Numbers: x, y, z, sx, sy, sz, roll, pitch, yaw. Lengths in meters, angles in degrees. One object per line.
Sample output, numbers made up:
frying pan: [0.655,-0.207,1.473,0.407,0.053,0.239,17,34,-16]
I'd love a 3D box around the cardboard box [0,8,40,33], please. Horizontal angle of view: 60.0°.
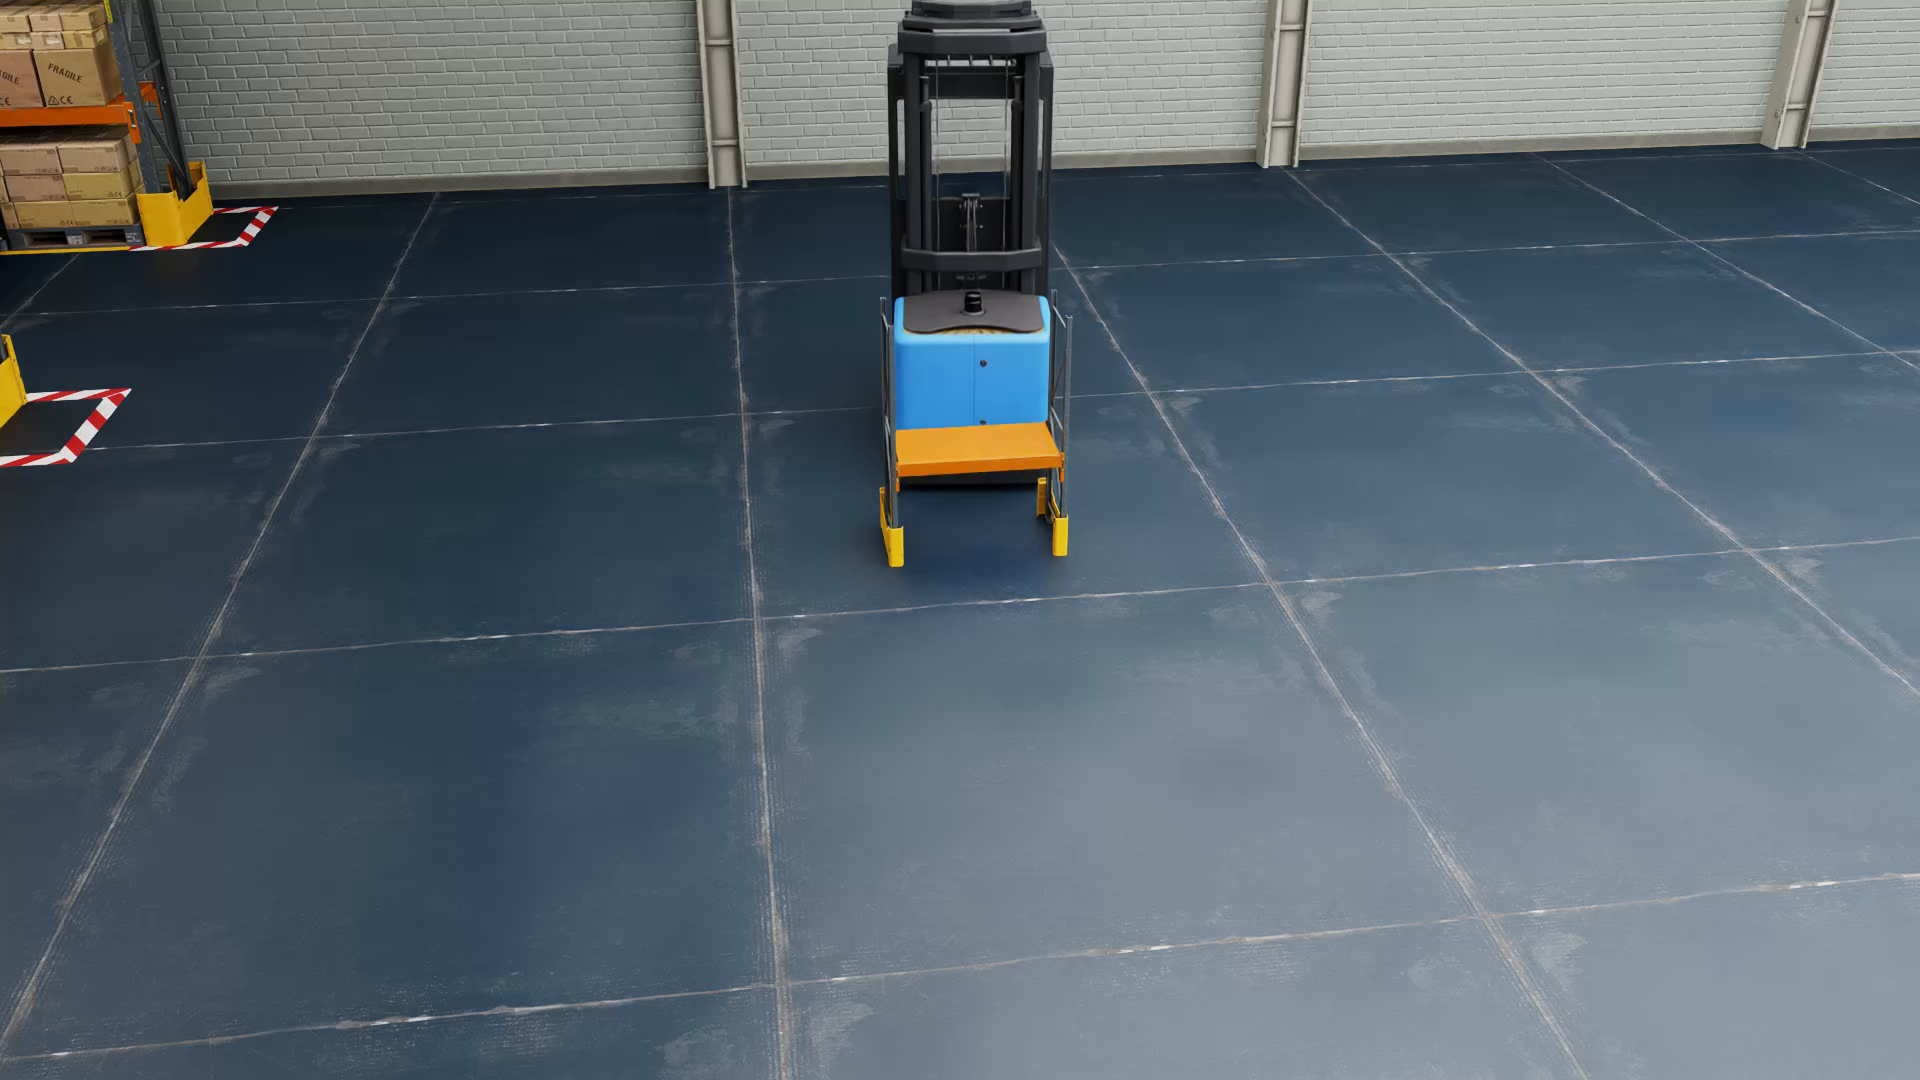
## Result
cardboard box: [-8.400,-4.643,14.868,0.250,0.149,0.380,-3,27,-6]

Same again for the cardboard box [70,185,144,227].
cardboard box: [-8.001,-3.145,15.646,0.500,0.250,0.500,-3,27,-7]

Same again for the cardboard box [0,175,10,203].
cardboard box: [-9.025,-3.299,15.398,0.500,0.250,0.500,-4,27,-8]

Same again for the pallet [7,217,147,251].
pallet: [-8.331,-3.046,15.956,1.213,0.211,1.003,-4,27,-7]

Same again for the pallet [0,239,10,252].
pallet: [-9.537,-2.970,15.808,1.213,0.211,1.003,-4,27,-7]

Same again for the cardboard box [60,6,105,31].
cardboard box: [-7.905,-4.702,14.982,0.250,0.149,0.380,-4,27,-7]

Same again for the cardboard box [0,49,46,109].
cardboard box: [-8.546,-4.220,15.080,0.500,0.500,0.500,-3,27,-5]

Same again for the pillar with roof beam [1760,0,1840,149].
pillar with roof beam: [10.029,-6.586,13.228,0.400,9.000,9.100,-4,27,-7]

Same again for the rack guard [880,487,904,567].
rack guard: [-0.418,-0.084,10.141,0.087,0.250,0.587,-4,27,-7]

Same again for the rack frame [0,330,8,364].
rack frame: [-6.885,-2.111,11.078,0.127,3.000,1.000,-4,27,-7]

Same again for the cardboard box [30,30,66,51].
cardboard box: [-8.133,-4.509,14.932,0.250,0.149,0.380,-3,27,-6]

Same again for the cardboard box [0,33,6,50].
cardboard box: [-8.645,-4.510,14.934,0.250,0.149,0.380,-4,27,-7]

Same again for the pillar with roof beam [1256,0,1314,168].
pillar with roof beam: [4.088,-6.204,12.484,0.400,9.000,9.100,-4,27,-7]

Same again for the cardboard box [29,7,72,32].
cardboard box: [-8.145,-4.672,14.924,0.250,0.149,0.380,-4,27,-7]

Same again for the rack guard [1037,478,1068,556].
rack guard: [0.569,-0.148,10.264,0.087,0.250,0.587,-4,27,-7]

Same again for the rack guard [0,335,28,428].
rack guard: [-6.960,-0.994,11.640,0.348,0.500,1.175,-4,27,-7]

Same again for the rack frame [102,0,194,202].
rack frame: [-7.580,-4.355,15.451,0.127,3.000,1.000,-4,27,-7]

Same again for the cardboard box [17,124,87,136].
cardboard box: [-8.576,-3.785,15.797,0.500,0.250,0.500,-4,27,-7]

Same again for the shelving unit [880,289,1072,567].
shelving unit: [0.075,-0.672,9.917,1.083,1.500,0.587,-4,27,-7]

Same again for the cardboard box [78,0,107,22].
cardboard box: [-7.942,-4.895,15.359,0.250,0.149,0.380,-4,27,-8]

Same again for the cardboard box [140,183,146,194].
cardboard box: [-8.093,-3.375,16.094,0.500,0.250,0.500,-4,27,-7]

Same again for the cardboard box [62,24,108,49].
cardboard box: [-7.884,-4.539,14.990,0.250,0.149,0.380,-3,27,-6]

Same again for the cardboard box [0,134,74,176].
cardboard box: [-8.497,-3.558,15.354,0.500,0.250,0.500,-3,27,-6]

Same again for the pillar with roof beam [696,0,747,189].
pillar with roof beam: [-1.854,-5.822,11.740,0.400,9.000,9.100,-4,27,-7]

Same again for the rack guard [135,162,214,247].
rack guard: [-7.556,-3.244,16.025,0.348,0.500,1.175,-4,27,-7]

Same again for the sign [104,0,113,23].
sign: [-7.518,-4.729,14.653,0.005,0.325,0.100,-4,27,-7]

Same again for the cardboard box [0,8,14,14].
cardboard box: [-8.657,-4.661,14.903,0.250,0.149,0.380,-4,27,-7]

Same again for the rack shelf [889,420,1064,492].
rack shelf: [0.084,-0.513,10.000,1.000,0.185,0.538,-4,27,-7]

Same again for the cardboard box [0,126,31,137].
cardboard box: [-9.073,-3.758,15.744,0.500,0.250,0.500,-4,27,-7]

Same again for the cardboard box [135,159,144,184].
cardboard box: [-8.074,-3.605,15.993,0.500,0.250,0.500,-3,27,-6]

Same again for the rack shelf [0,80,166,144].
rack shelf: [-9.560,-3.907,15.367,4.000,0.370,1.077,-4,27,-7]

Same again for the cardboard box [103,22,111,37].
cardboard box: [-7.952,-4.783,15.467,0.250,0.149,0.380,-4,27,-8]

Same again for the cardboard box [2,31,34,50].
cardboard box: [-8.398,-4.521,14.954,0.250,0.149,0.380,-3,27,-6]

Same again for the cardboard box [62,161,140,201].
cardboard box: [-8.018,-3.368,15.533,0.500,0.250,0.500,-4,27,-8]

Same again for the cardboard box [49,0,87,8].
cardboard box: [-8.214,-4.907,15.381,0.250,0.149,0.380,-3,27,-5]

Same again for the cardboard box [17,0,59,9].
cardboard box: [-8.465,-4.871,15.311,0.250,0.149,0.380,-3,27,-6]

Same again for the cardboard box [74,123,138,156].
cardboard box: [-8.082,-3.818,15.862,0.500,0.250,0.500,-4,27,-8]

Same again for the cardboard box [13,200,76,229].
cardboard box: [-8.495,-3.118,15.593,0.500,0.250,0.500,-4,27,-7]

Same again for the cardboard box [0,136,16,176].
cardboard box: [-8.995,-3.521,15.283,0.500,0.250,0.500,-3,27,-6]

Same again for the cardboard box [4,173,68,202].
cardboard box: [-8.516,-3.341,15.480,0.500,0.250,0.500,-4,27,-8]

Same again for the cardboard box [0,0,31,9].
cardboard box: [-8.713,-4.862,15.293,0.250,0.149,0.380,-4,27,-7]

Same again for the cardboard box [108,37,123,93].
cardboard box: [-8.109,-4.493,15.612,0.500,0.500,0.500,-3,27,-5]

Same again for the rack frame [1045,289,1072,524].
rack frame: [0.588,-0.705,9.981,0.032,1.500,0.500,-4,27,-7]

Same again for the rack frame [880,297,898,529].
rack frame: [-0.419,-0.640,9.855,0.032,1.500,0.500,-4,27,-7]

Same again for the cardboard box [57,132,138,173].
cardboard box: [-7.992,-3.593,15.423,0.500,0.250,0.500,-3,27,-5]

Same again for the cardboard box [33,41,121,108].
cardboard box: [-8.030,-4.249,15.136,0.500,0.500,0.500,-4,27,-8]

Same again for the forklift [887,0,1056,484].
forklift: [0.062,-2.296,11.513,1.130,2.935,3.031,-1,27,-1]

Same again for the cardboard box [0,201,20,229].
cardboard box: [-8.991,-3.090,15.539,0.500,0.250,0.500,-3,27,-7]
